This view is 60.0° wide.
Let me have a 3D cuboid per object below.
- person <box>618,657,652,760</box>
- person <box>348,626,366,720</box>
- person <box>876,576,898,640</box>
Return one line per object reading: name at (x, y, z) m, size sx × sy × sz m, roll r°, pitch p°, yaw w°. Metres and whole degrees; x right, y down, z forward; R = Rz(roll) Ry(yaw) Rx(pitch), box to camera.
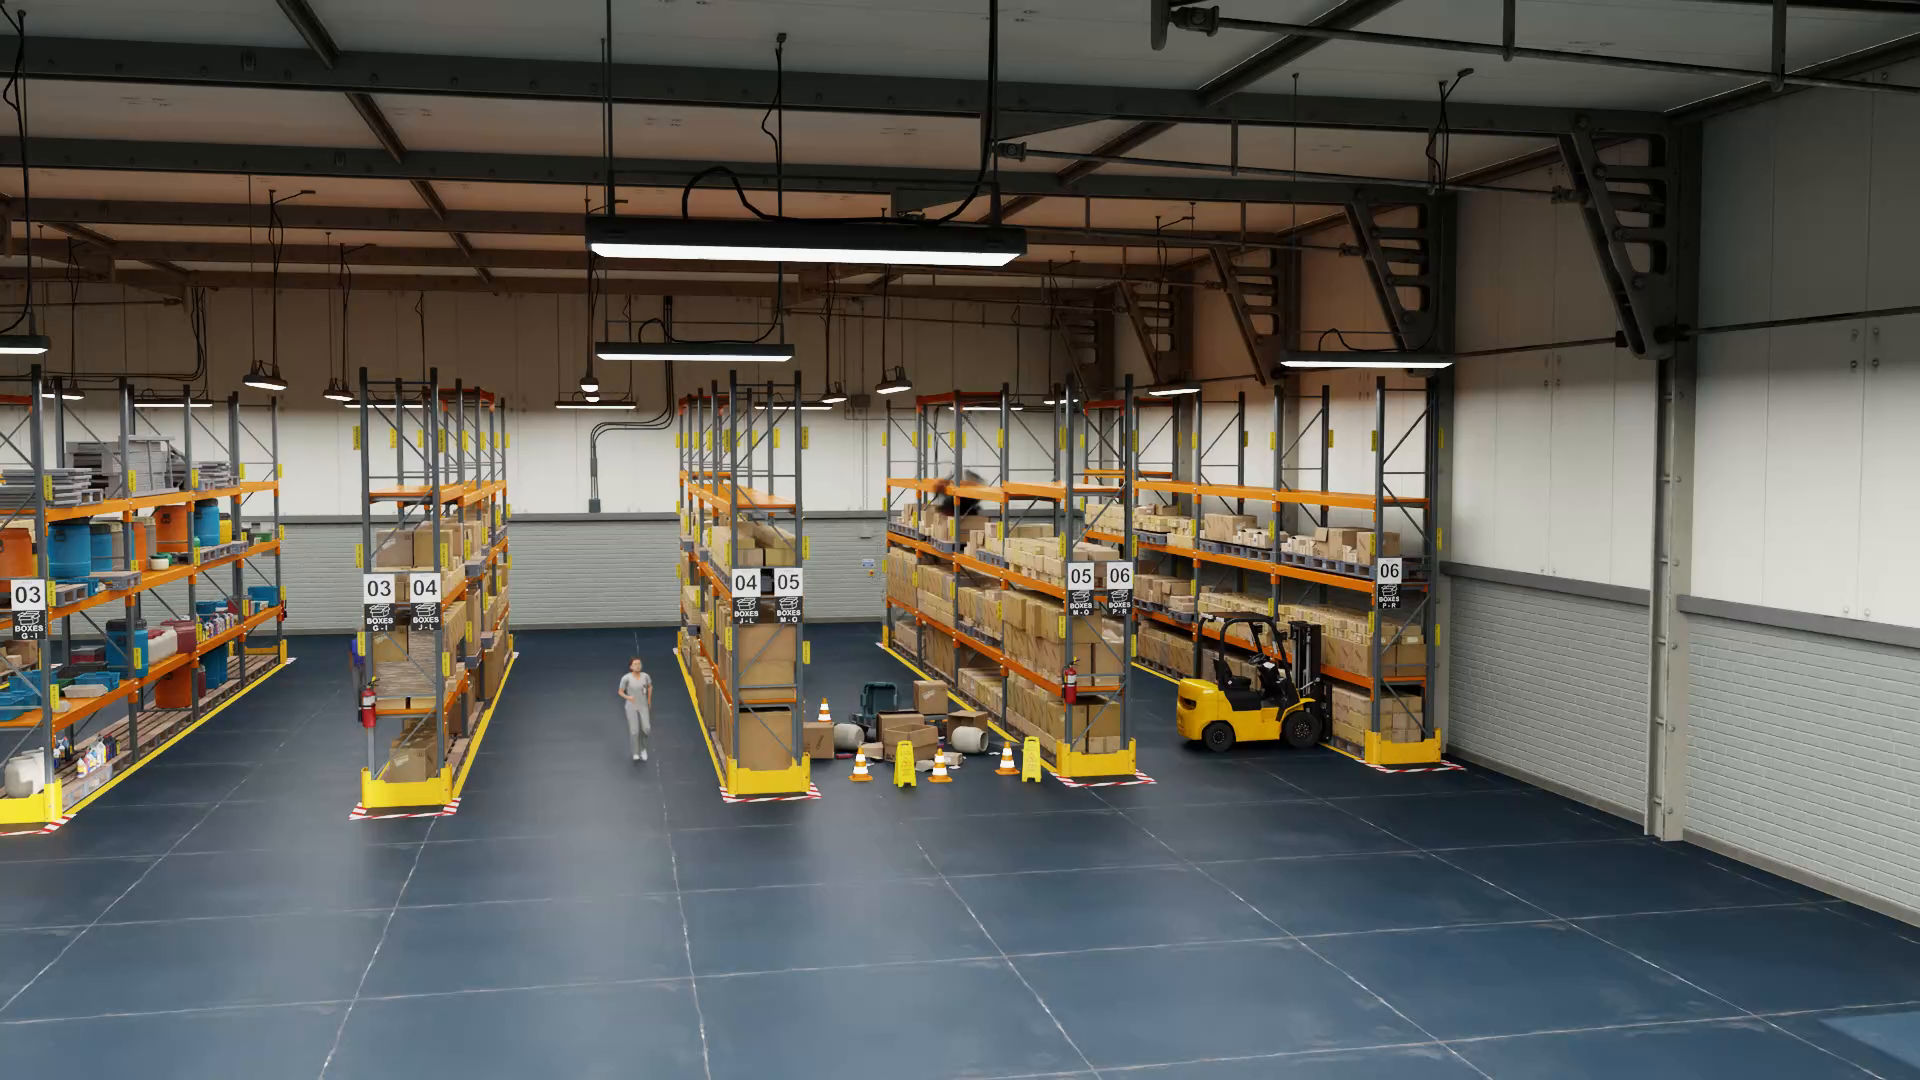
person at (-5.024, 2.633, 25.869) m, size 0.570 × 1.633 × 0.602 m, roll -1°, pitch 4°, yaw -23°
person at (-10.883, 2.399, 30.348) m, size 0.546 × 1.665 × 1.079 m, roll -1°, pitch 4°, yaw -15°
person at (-1.721, 1.711, 41.754) m, size 0.882 × 1.665 × 0.630 m, roll 1°, pitch 3°, yaw 9°
